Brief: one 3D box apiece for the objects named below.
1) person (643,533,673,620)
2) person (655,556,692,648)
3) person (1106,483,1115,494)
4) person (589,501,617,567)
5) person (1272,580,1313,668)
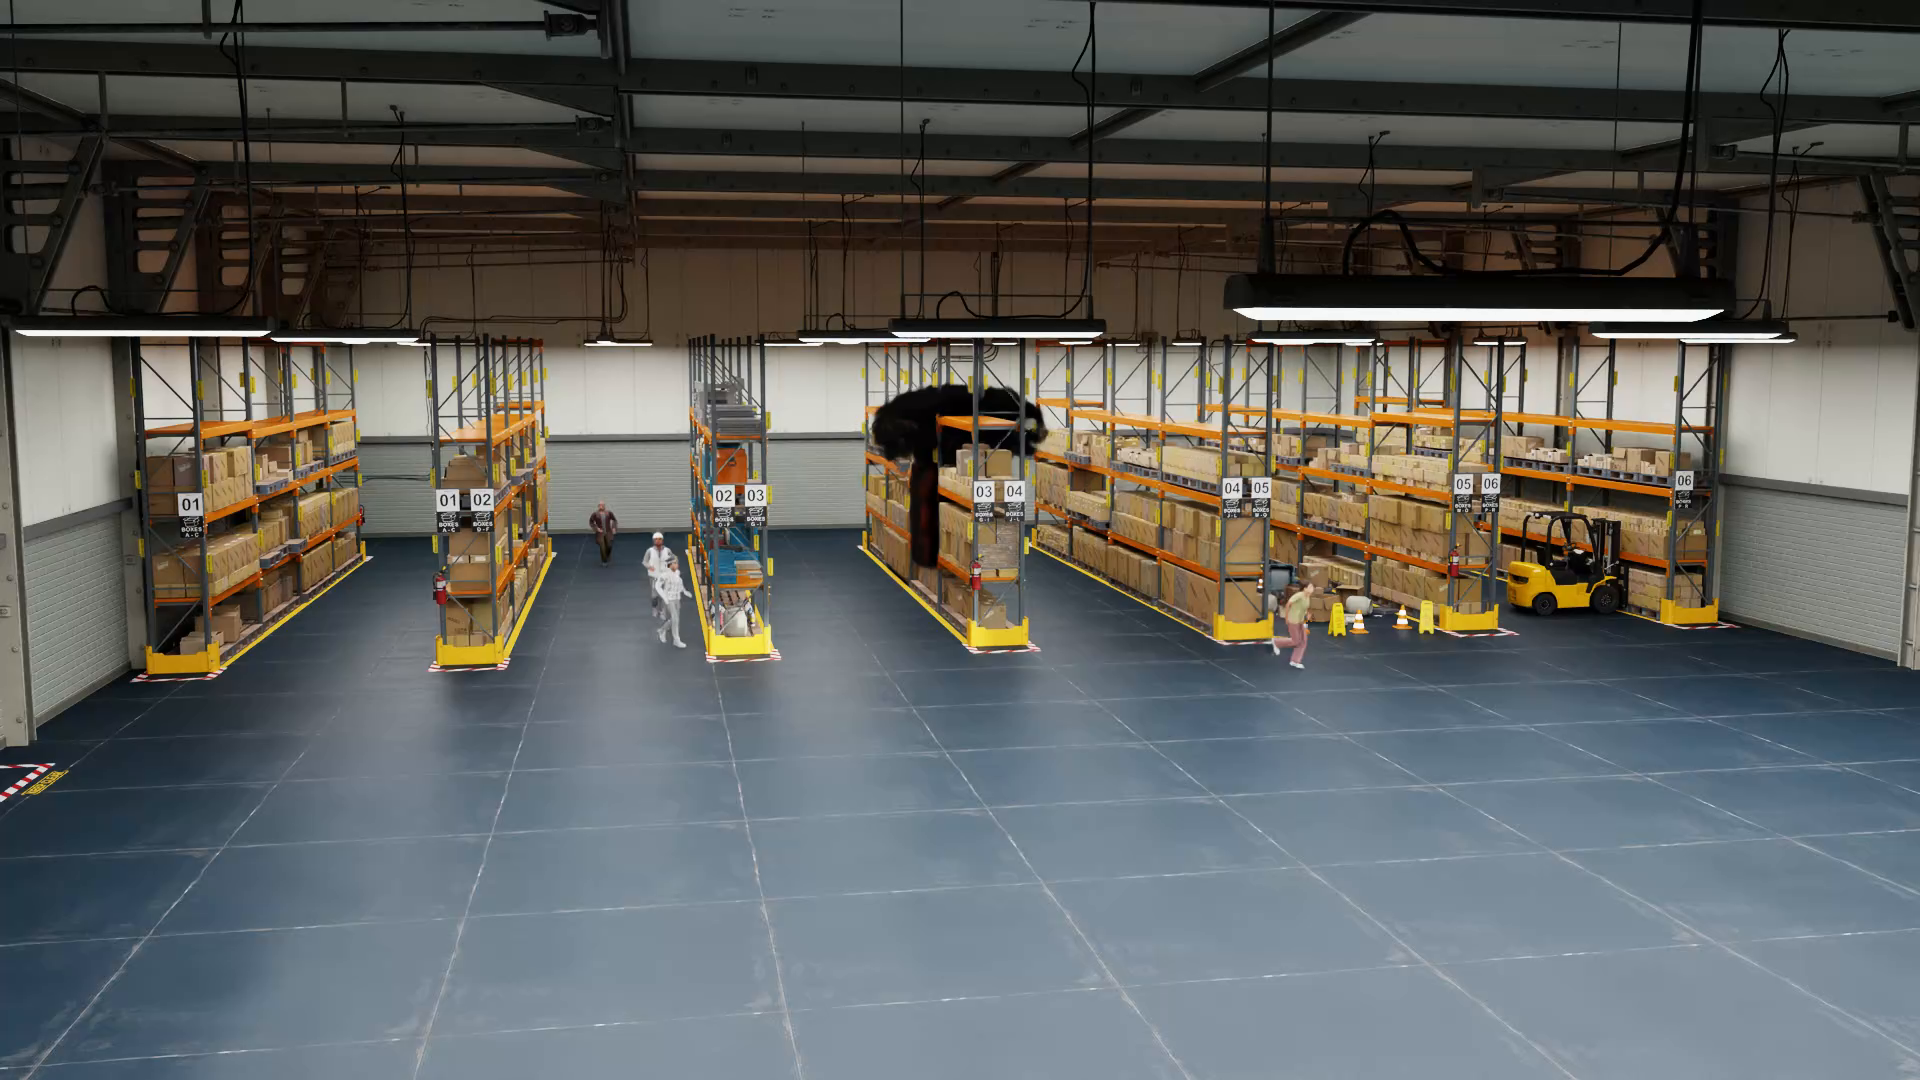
[{"bbox_3d":[-6.067,0.727,33.607,0.669,1.753,0.697,-2,7,-14],"label":"person"},{"bbox_3d":[-5.332,1.116,30.617,0.679,1.687,0.603,4,8,32],"label":"person"},{"bbox_3d":[4.368,-0.753,48.775,0.660,1.842,0.878,-6,9,-40],"label":"person"},{"bbox_3d":[-9.432,-0.163,43.972,0.749,1.725,0.580,-2,7,-16],"label":"person"},{"bbox_3d":[6.033,1.505,30.149,0.777,1.612,0.576,4,8,33],"label":"person"}]
